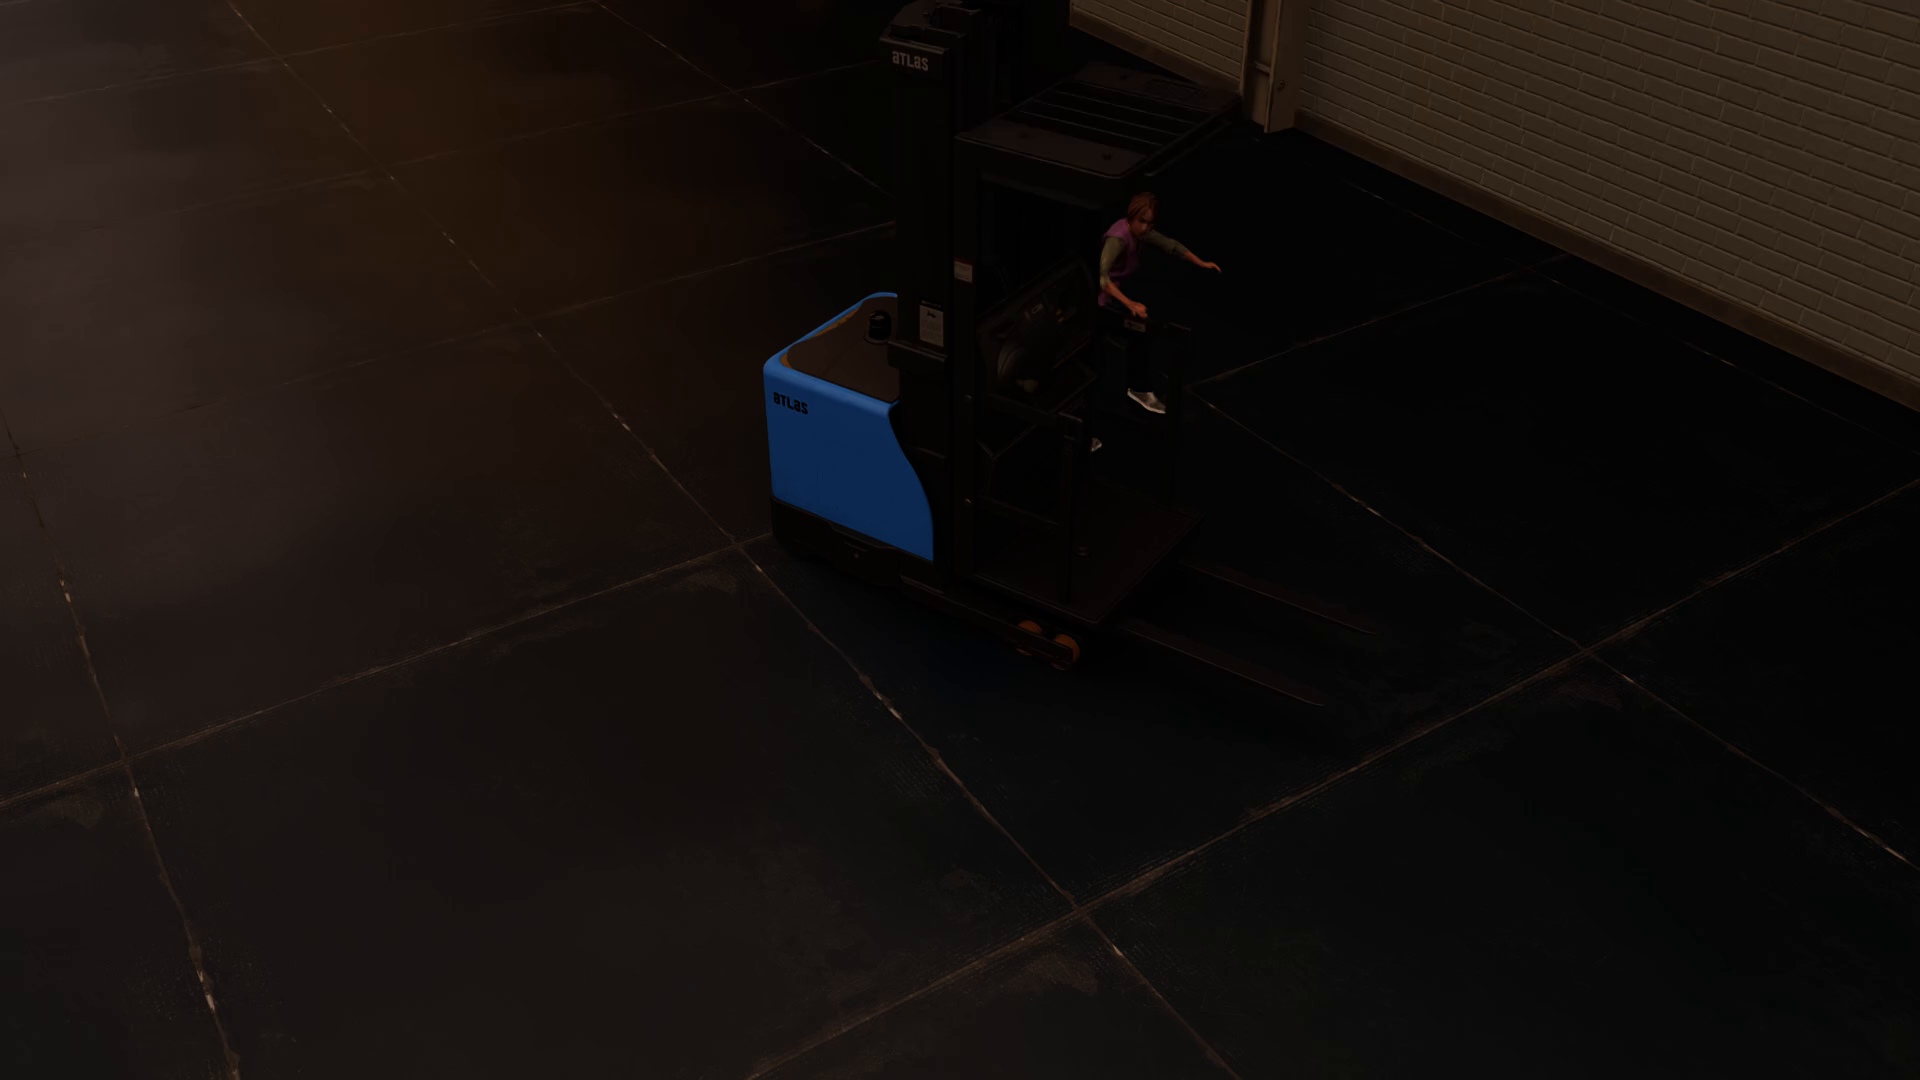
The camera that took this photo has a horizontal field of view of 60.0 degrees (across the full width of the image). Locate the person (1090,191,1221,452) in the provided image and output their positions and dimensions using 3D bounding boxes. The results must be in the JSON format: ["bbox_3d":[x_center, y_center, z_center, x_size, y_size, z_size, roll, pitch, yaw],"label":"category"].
[{"bbox_3d":[0.989,-1.227,9.255,0.937,1.384,0.827,-2,35,-2],"label":"person"}]

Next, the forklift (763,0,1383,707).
[{"bbox_3d":[0.530,-0.937,7.481,3.031,2.935,1.130,21,40,27],"label":"forklift"}]
